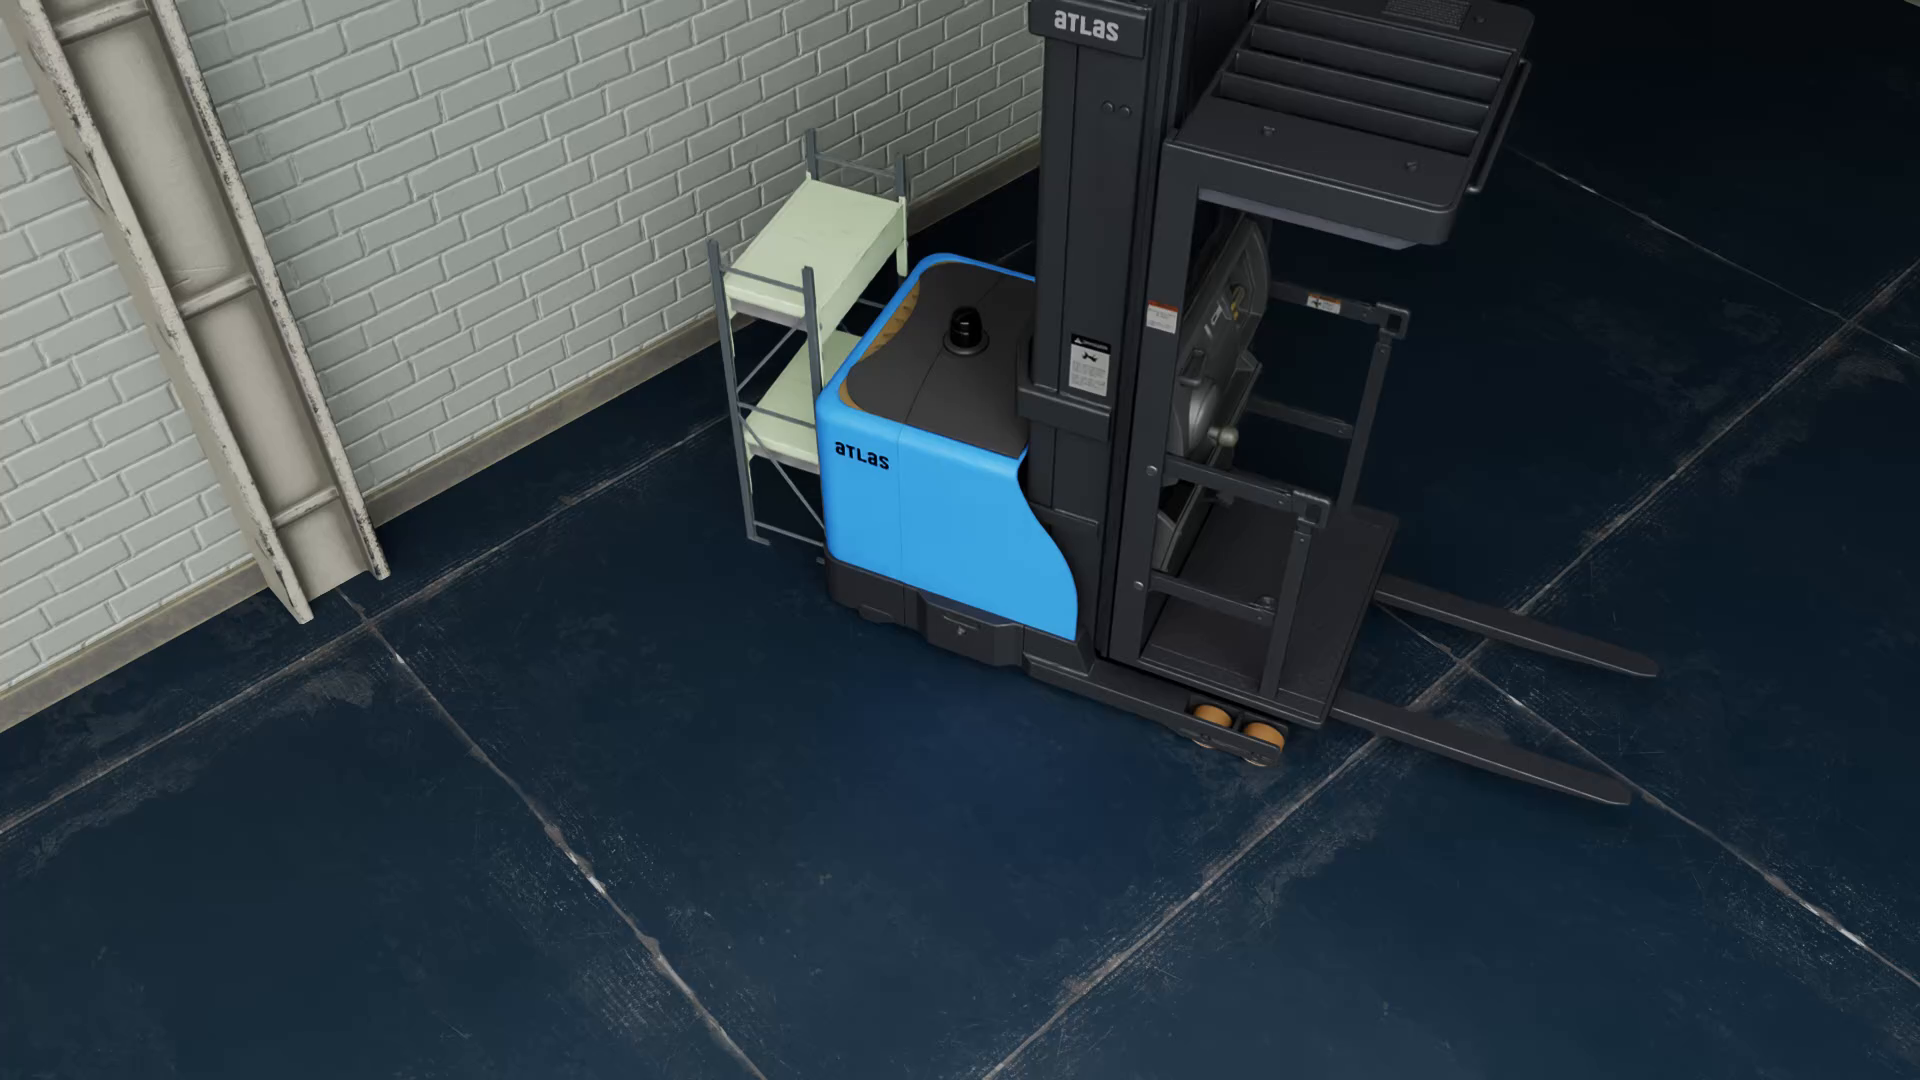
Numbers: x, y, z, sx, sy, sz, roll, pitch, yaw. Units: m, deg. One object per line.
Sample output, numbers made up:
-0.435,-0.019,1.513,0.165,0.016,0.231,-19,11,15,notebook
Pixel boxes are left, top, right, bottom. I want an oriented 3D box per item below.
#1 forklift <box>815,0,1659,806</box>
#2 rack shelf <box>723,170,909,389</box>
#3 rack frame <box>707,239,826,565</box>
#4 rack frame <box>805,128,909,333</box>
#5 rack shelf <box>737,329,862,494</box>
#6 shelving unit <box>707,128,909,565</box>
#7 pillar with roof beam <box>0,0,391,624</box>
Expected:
1.038,-0.620,5.381,3.031,2.935,1.130,18,50,16,forklift
-0.535,-0.973,6.149,0.431,0.370,0.720,18,50,16,rack shelf
-0.682,-0.462,6.209,0.400,1.500,0.023,18,50,16,rack frame
-0.387,-0.954,6.663,0.400,1.500,0.023,18,50,16,rack frame
-0.535,-0.487,6.676,0.431,0.370,0.720,18,50,16,rack shelf
-0.535,-0.708,6.436,0.431,1.500,0.755,18,50,16,shelving unit
0.365,-0.561,1.197,0.400,9.000,9.100,-34,56,-27,pillar with roof beam
